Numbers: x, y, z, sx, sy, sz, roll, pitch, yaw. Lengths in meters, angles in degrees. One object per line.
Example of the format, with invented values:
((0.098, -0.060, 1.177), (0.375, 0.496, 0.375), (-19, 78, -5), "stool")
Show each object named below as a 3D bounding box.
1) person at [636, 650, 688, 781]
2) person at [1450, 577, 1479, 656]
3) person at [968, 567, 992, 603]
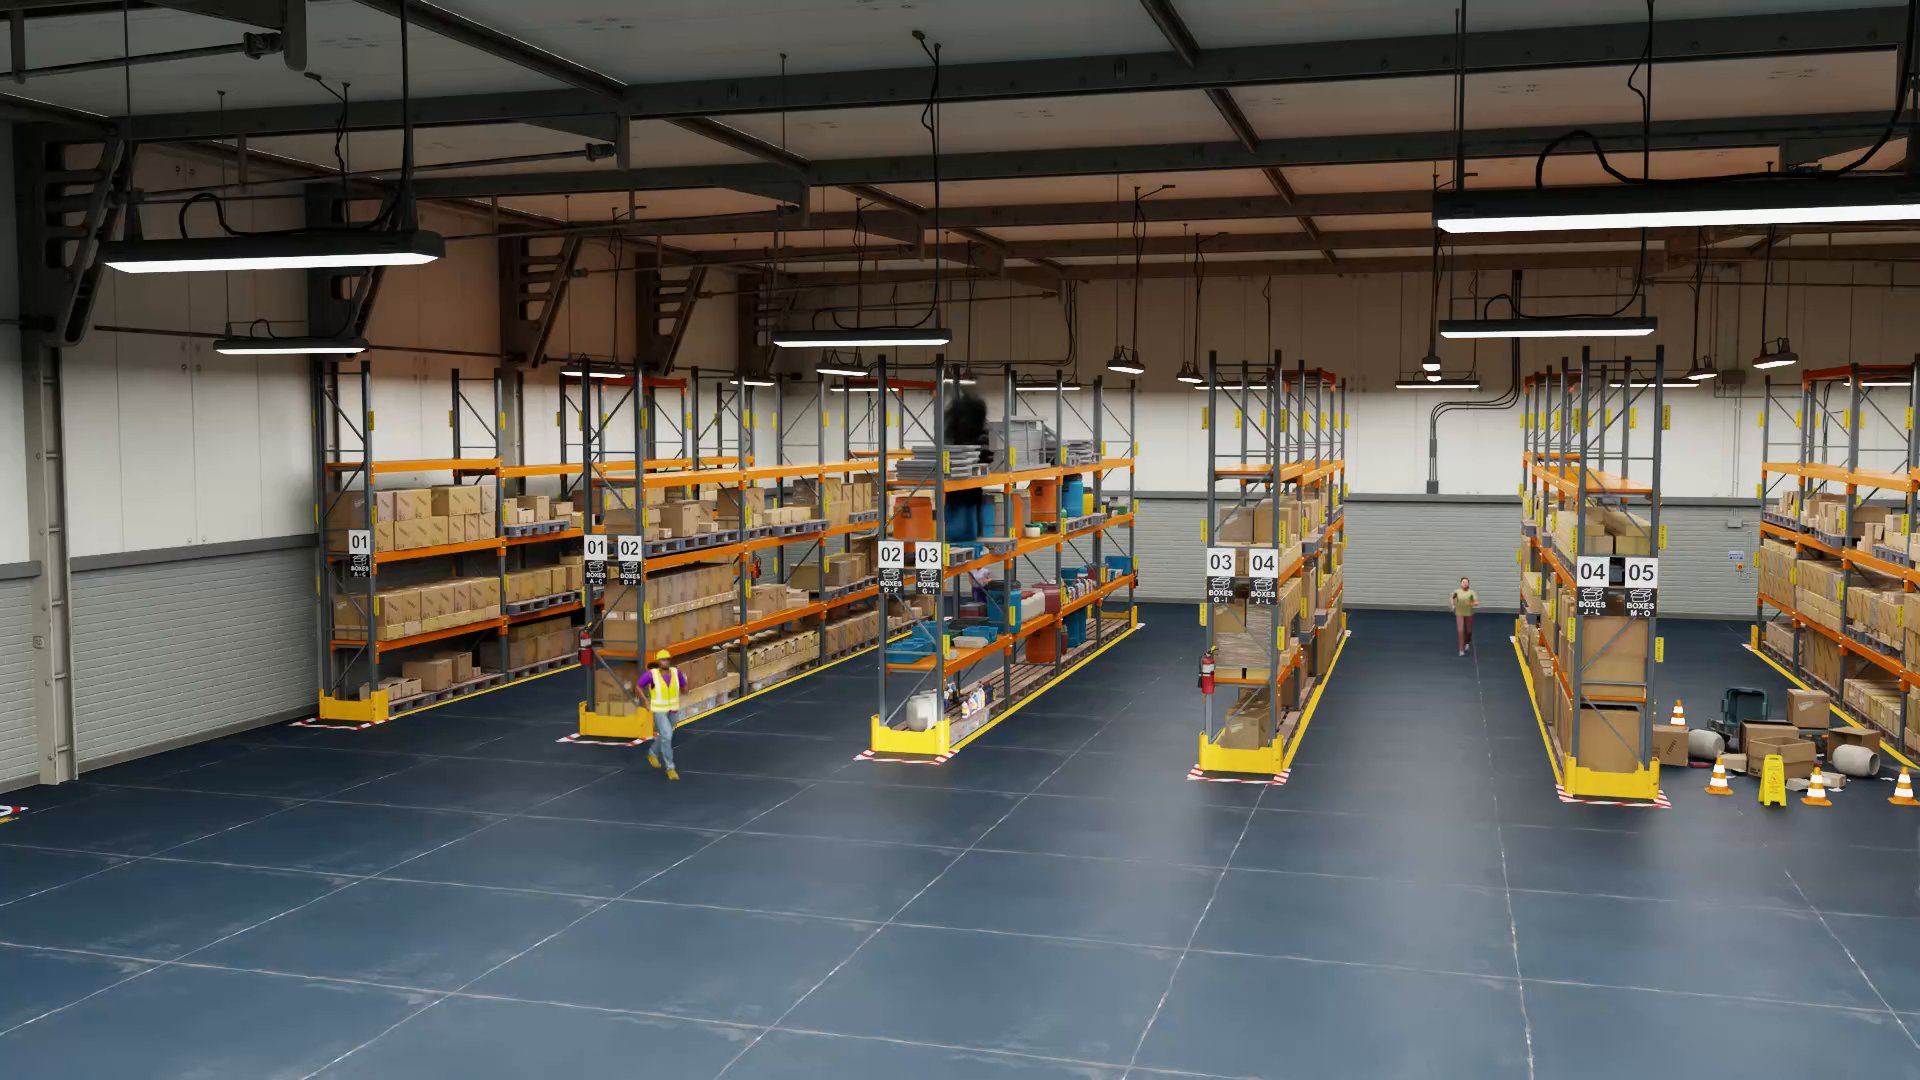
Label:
((-4.162, 2.437, 23.516), (0.675, 1.798, 0.902), (-3, 5, -40), "person")
((10.797, 1.616, 35.605), (0.584, 1.645, 0.939), (1, 4, 16), "person")
((0.483, 1.297, 40.495), (0.611, 1.688, 0.815), (1, 4, 8), "person")
